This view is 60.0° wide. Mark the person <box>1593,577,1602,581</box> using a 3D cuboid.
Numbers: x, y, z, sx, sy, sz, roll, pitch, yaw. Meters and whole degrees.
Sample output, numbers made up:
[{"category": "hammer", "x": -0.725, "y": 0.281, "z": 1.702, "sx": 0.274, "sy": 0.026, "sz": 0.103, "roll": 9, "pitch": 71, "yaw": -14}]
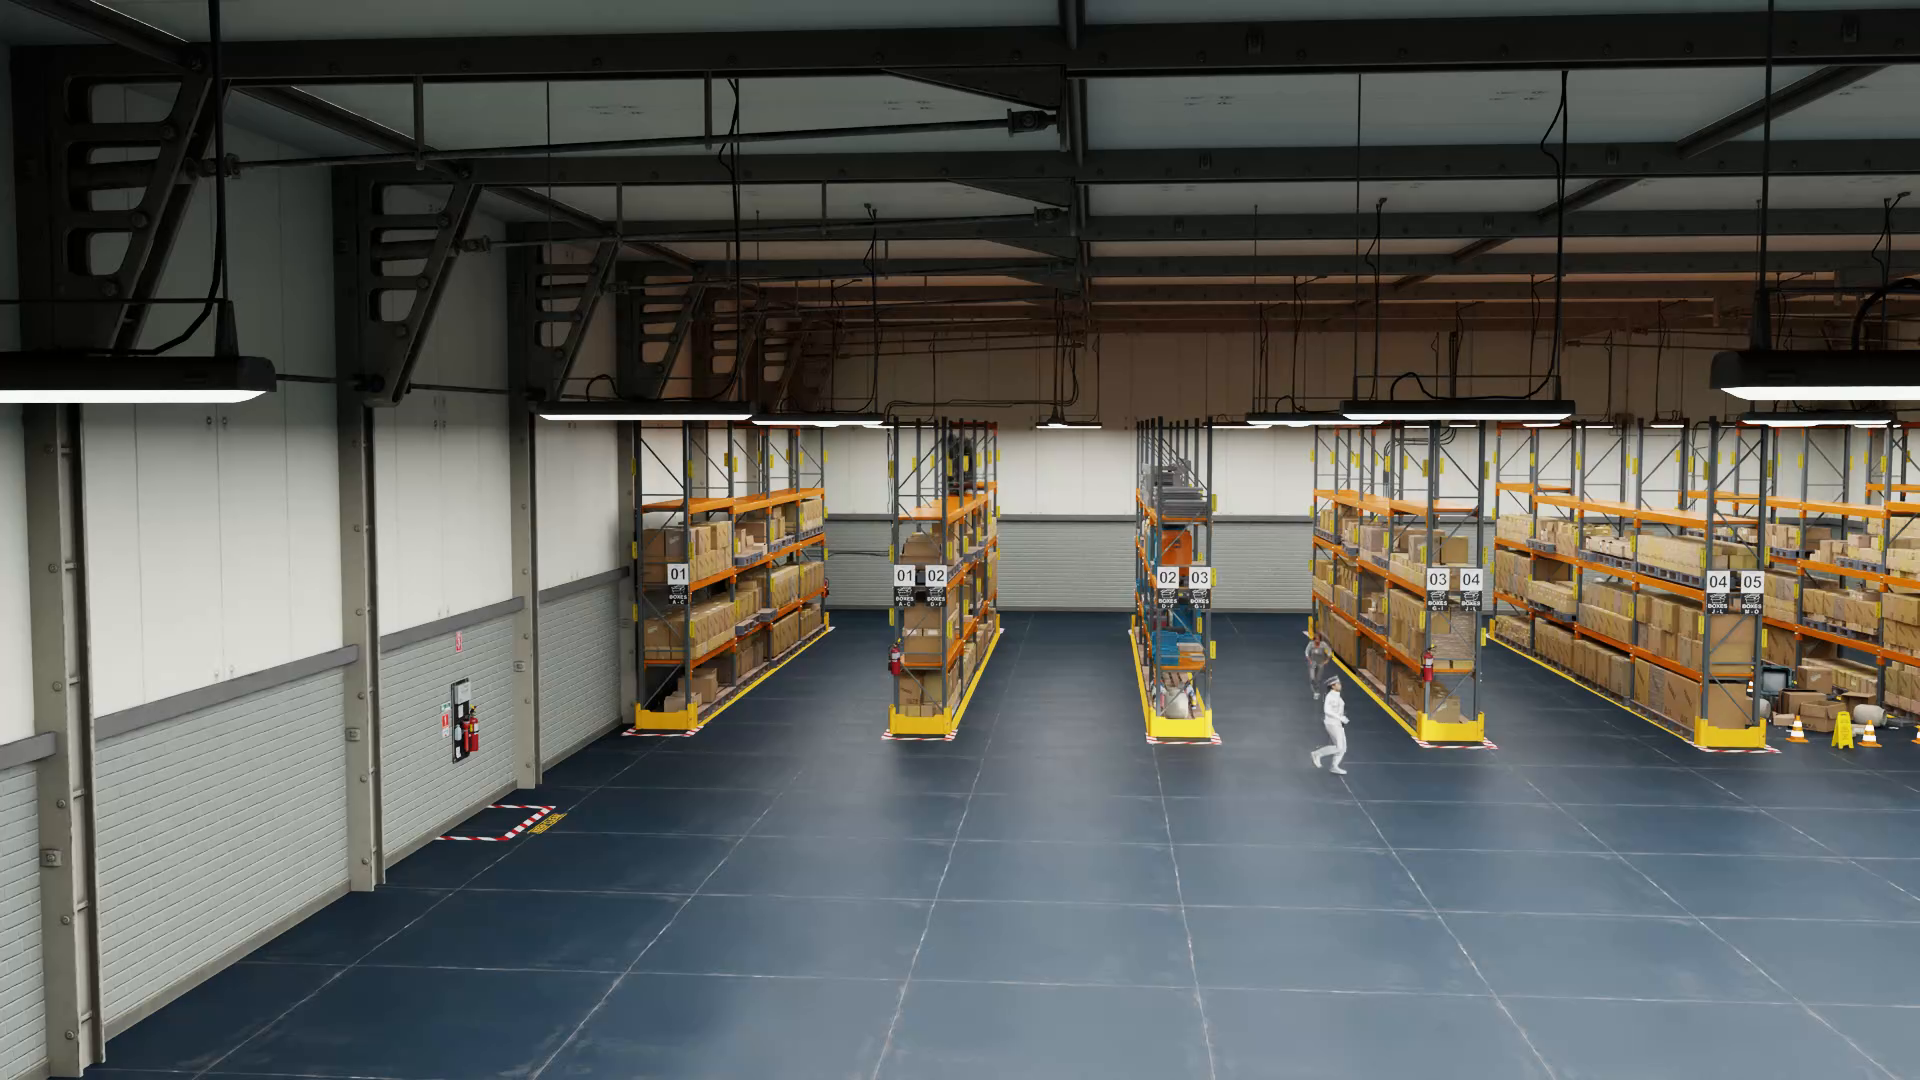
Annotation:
[{"category": "person", "x": 17.237, "y": 1.833, "z": 44.864, "sx": 0.630, "sy": 1.642, "sz": 0.824, "roll": 0, "pitch": 4, "yaw": -7}]

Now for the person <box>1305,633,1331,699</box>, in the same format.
[{"category": "person", "x": 7.681, "y": 2.685, "z": 35.699, "sx": 0.562, "sy": 1.448, "sz": 0.800, "roll": 1, "pitch": 4, "yaw": 10}]

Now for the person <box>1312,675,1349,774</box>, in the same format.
[{"category": "person", "x": 6.233, "y": 3.079, "z": 27.828, "sx": 0.575, "sy": 1.649, "sz": 0.609, "roll": 2, "pitch": 4, "yaw": 22}]
